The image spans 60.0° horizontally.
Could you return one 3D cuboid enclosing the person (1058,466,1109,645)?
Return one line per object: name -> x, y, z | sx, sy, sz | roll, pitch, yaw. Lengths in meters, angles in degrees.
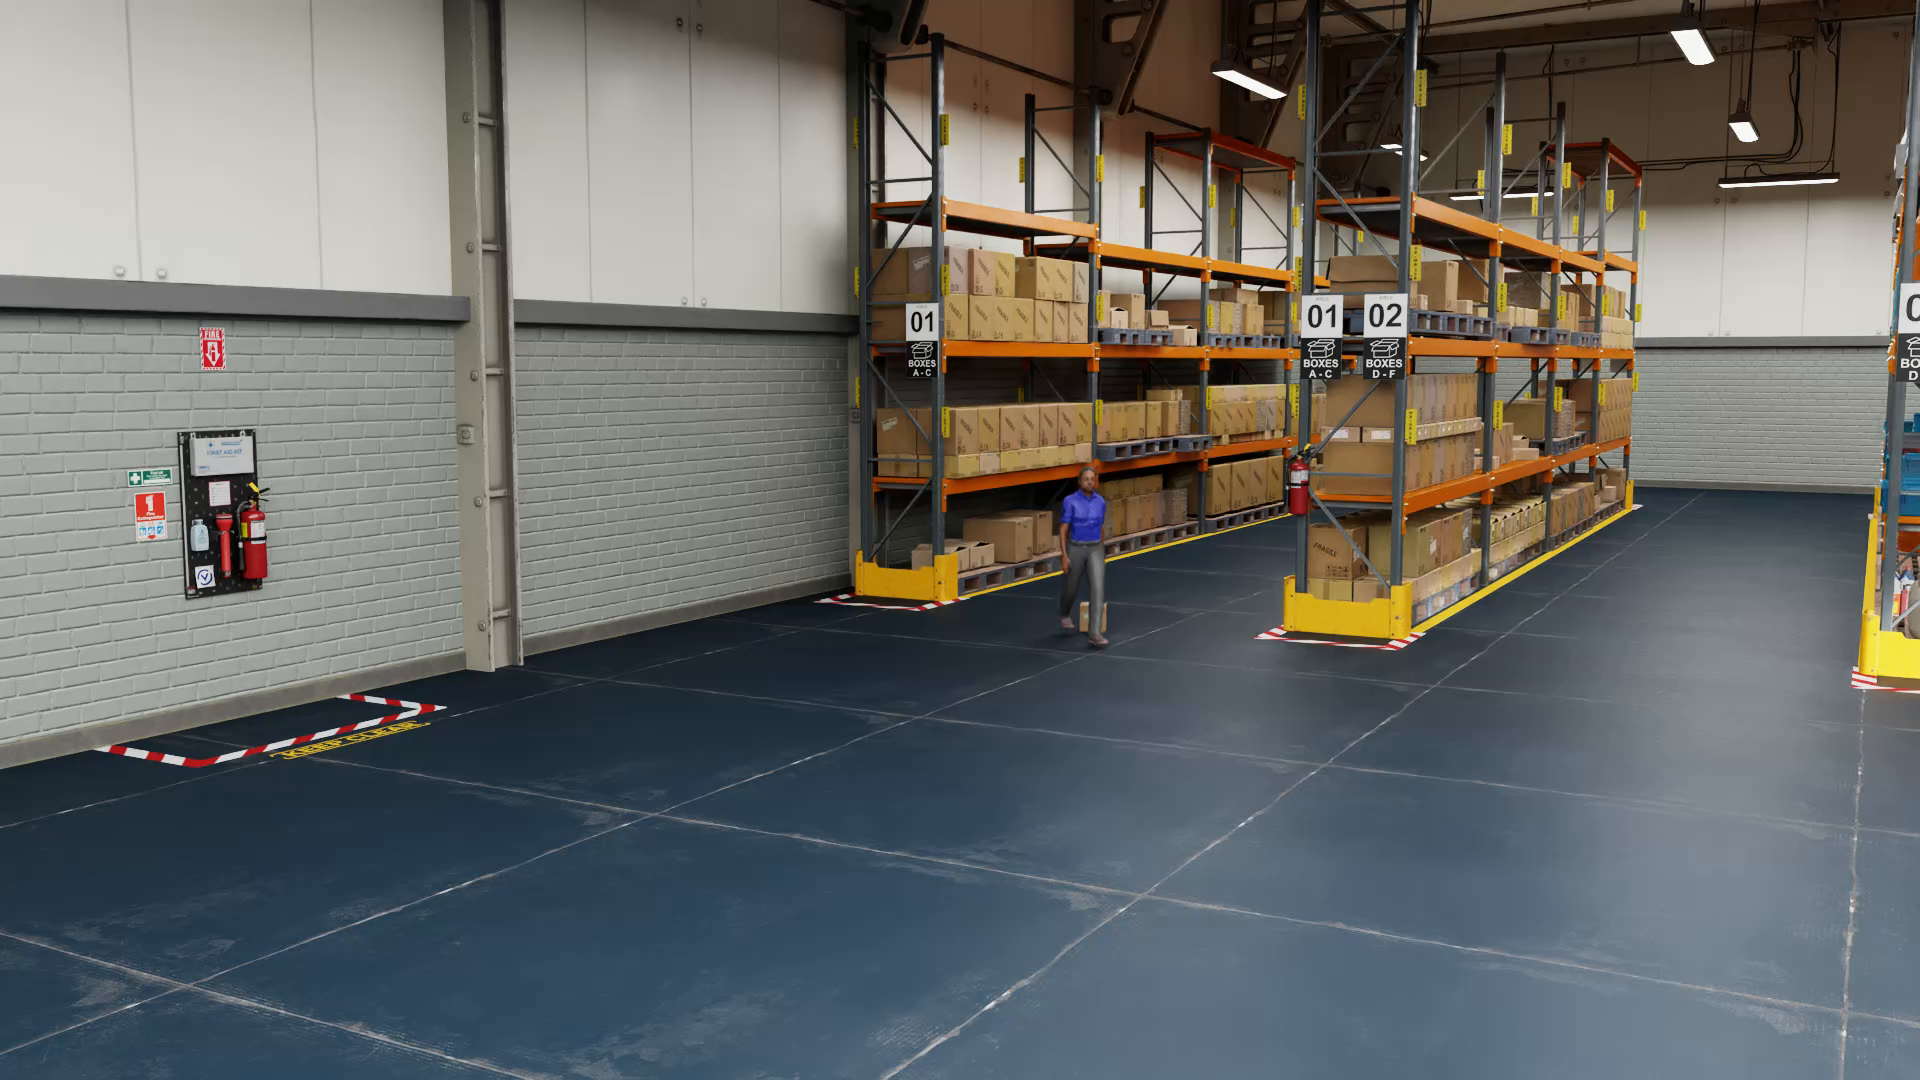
person -> 1.111, 0.120, 15.265 | 0.462, 1.607, 0.971 | -1, 6, -13
